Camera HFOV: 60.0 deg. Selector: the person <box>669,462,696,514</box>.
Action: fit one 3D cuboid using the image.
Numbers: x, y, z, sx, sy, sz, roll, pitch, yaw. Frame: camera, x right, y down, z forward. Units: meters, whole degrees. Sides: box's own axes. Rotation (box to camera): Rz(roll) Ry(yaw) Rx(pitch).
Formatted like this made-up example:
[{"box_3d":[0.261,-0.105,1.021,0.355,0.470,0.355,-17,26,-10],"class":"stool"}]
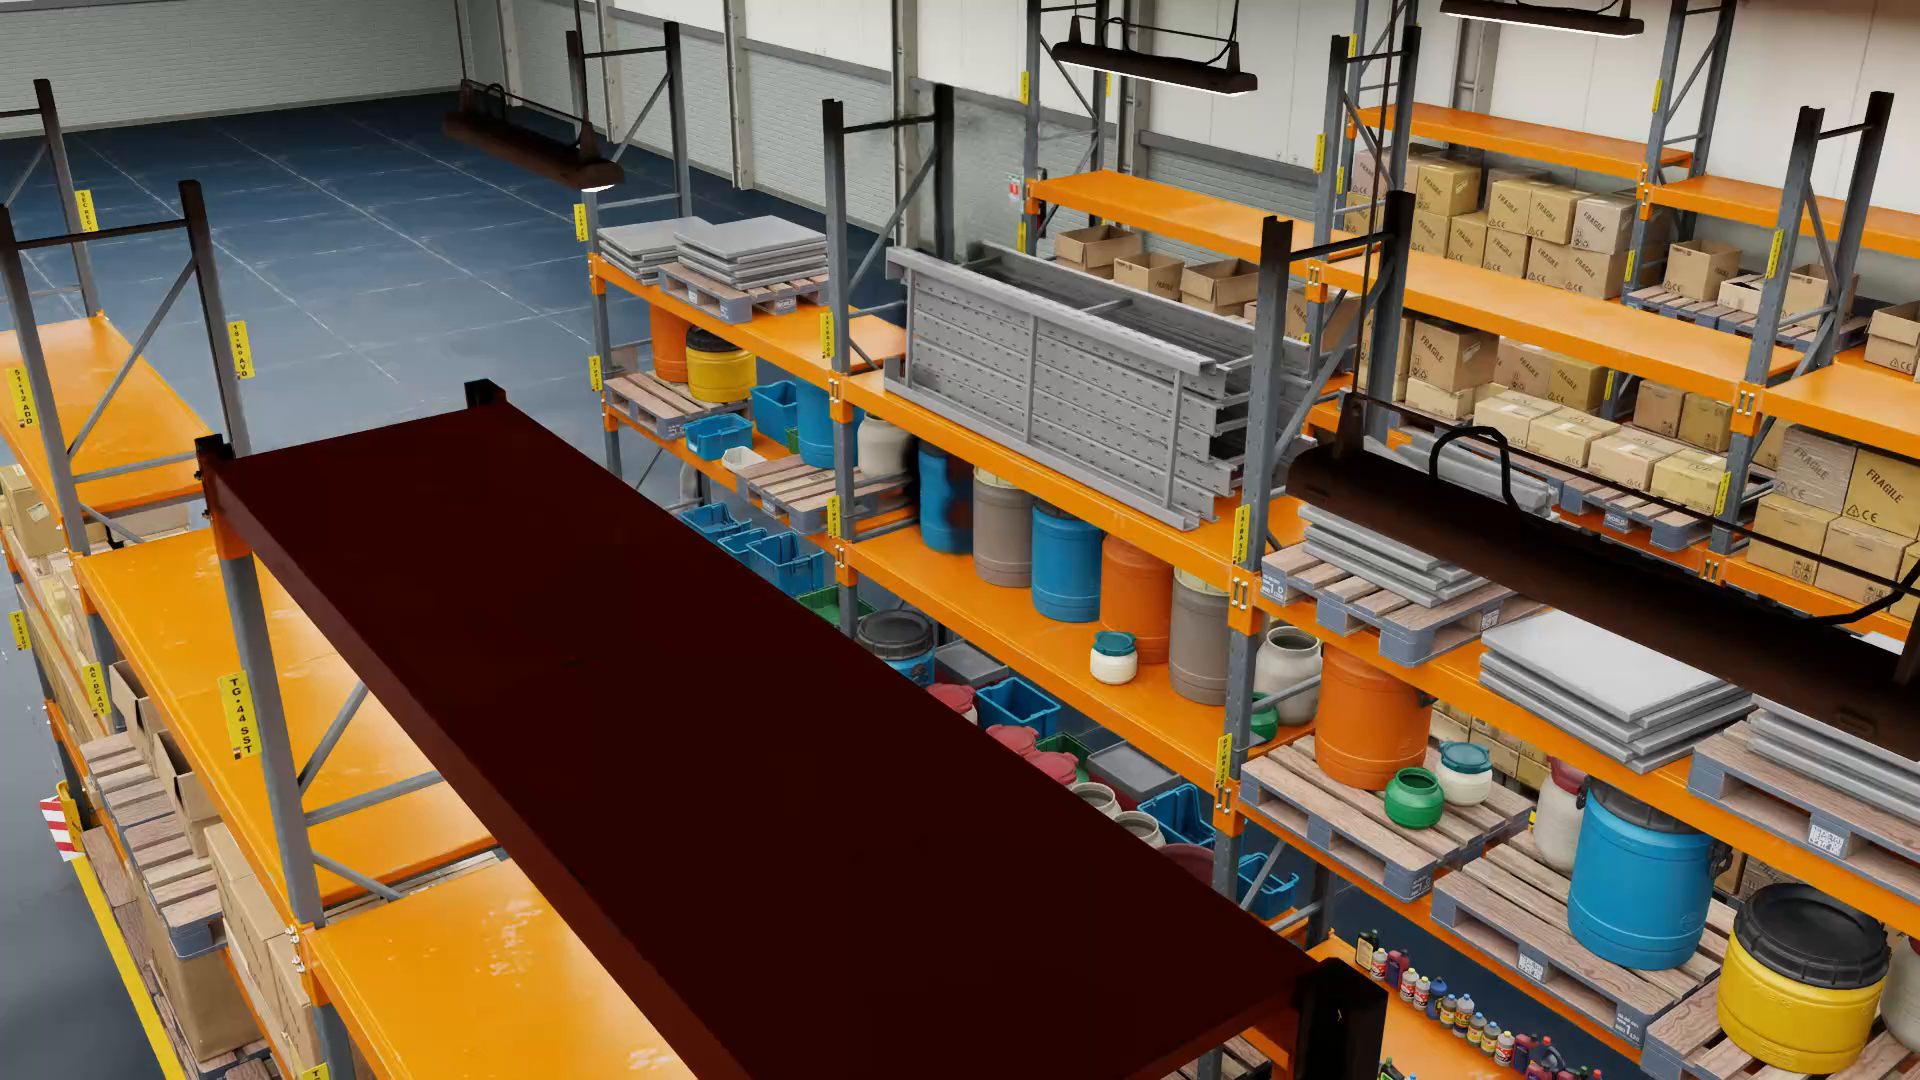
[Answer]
[{"box_3d":[-2.956,-1.097,19.472,1.004,1.664,0.585,-2,25,-5],"class":"person"}]
